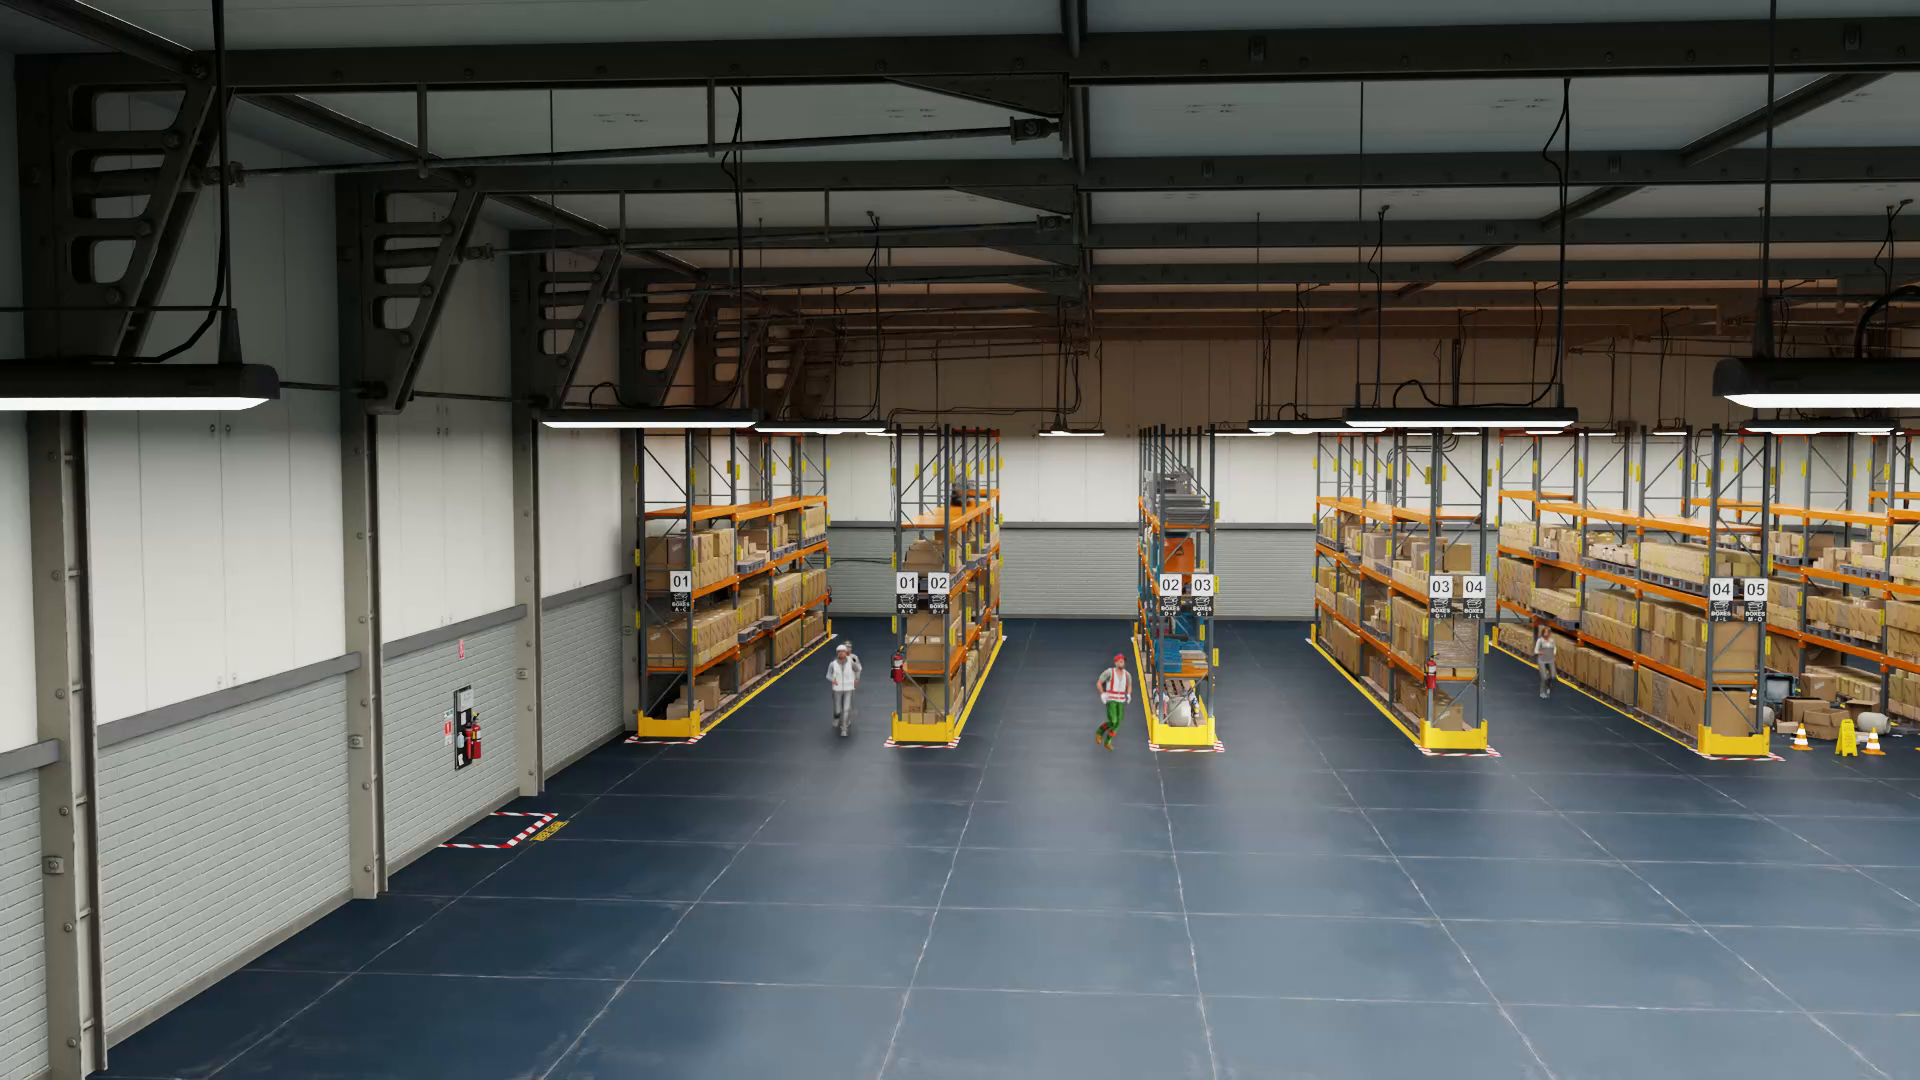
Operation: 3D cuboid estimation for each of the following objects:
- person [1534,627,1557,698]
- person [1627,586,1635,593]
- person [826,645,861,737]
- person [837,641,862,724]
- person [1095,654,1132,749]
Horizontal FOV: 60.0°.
[{"bbox_3d":[12.903,2.705,36.543,0.522,1.559,0.555,0,3,2],"label":"person"},{"bbox_3d":[19.169,2.012,47.292,0.773,1.720,0.562,1,4,14],"label":"person"},{"bbox_3d":[-2.264,2.906,32.184,0.651,1.715,0.855,0,3,-2],"label":"person"},{"bbox_3d":[-2.270,2.849,33.517,0.631,1.654,0.729,-1,4,-13],"label":"person"},{"bbox_3d":[2.893,2.982,30.780,0.692,1.732,0.562,-2,4,-25],"label":"person"}]
